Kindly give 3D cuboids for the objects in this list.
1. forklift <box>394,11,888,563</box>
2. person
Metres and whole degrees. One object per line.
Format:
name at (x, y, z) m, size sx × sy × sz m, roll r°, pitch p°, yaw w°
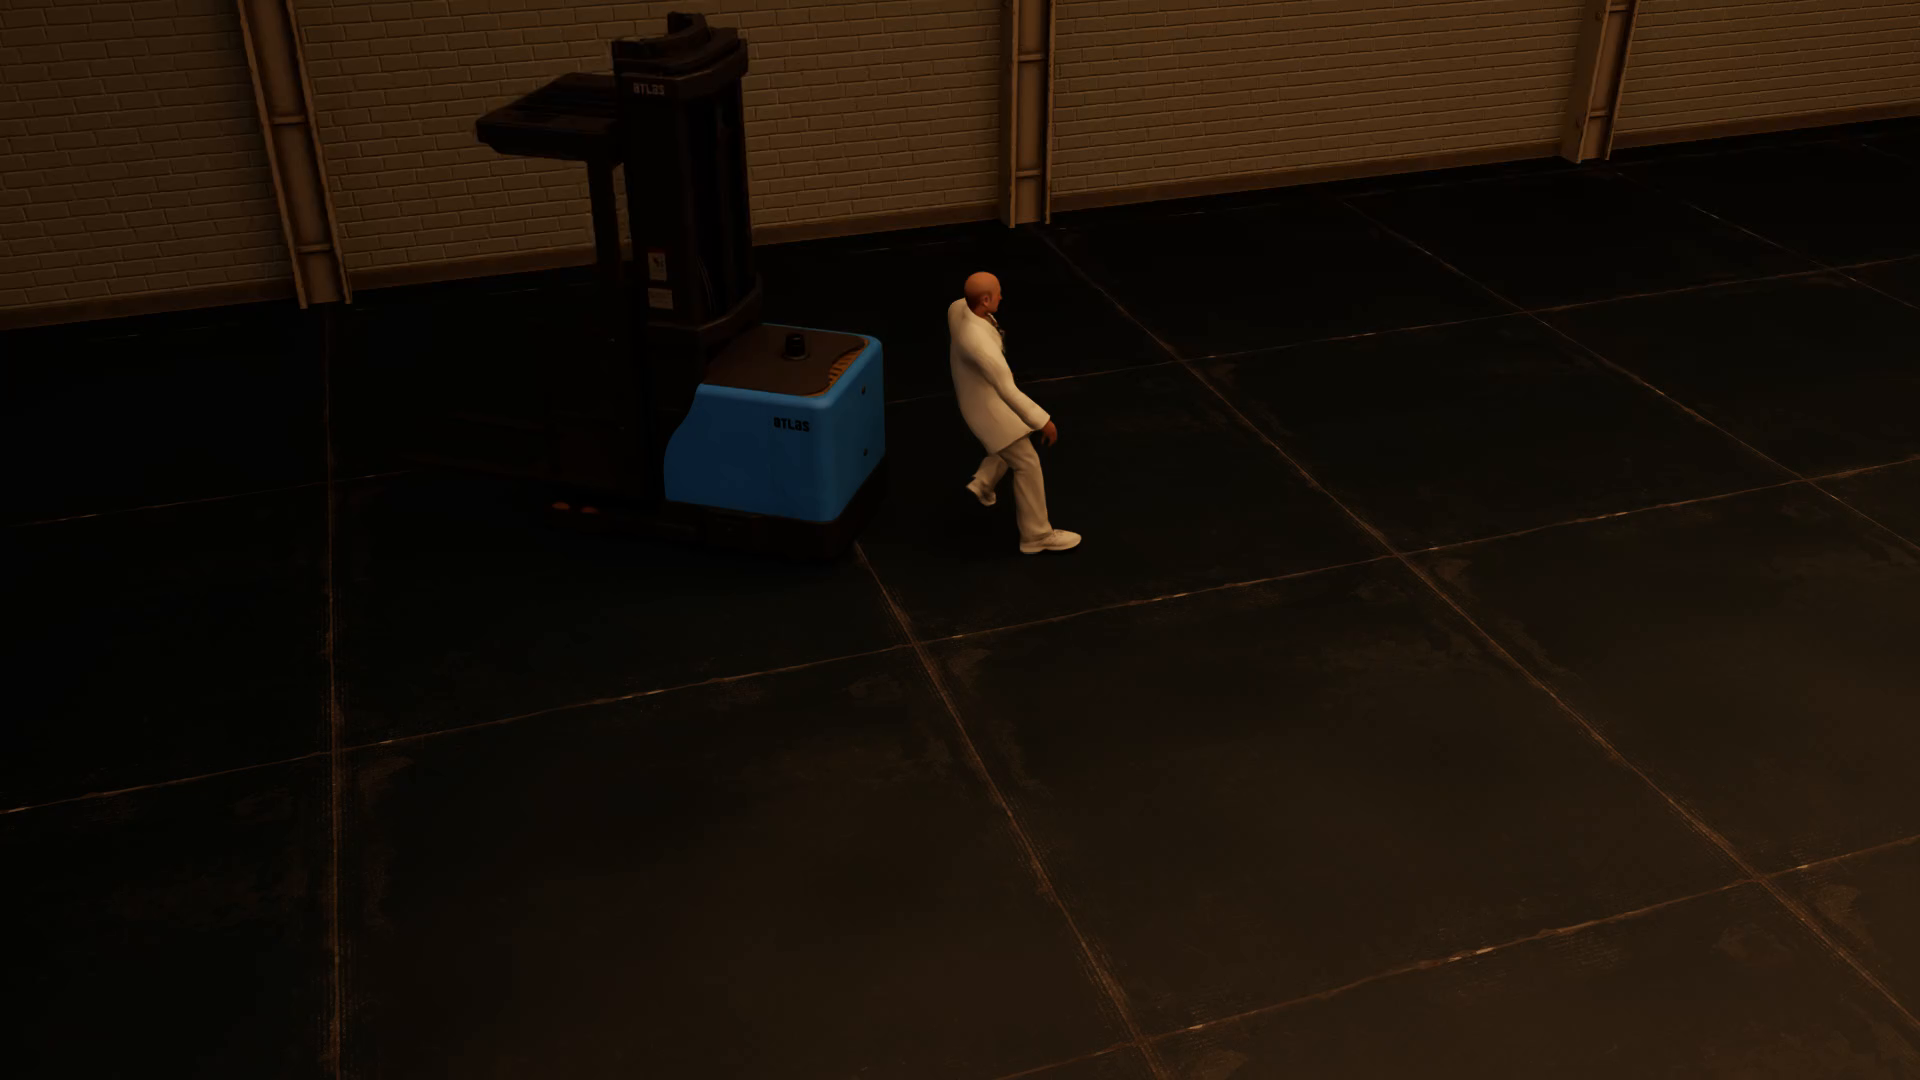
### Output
forklift at (-2.027, -1.548, 9.777) m, size 3.031 × 2.935 × 1.130 m, roll 8°, pitch 31°, yaw 14°
person at (0.312, -0.805, 9.763) m, size 0.708 × 1.661 × 0.790 m, roll -5°, pitch 30°, yaw -9°
